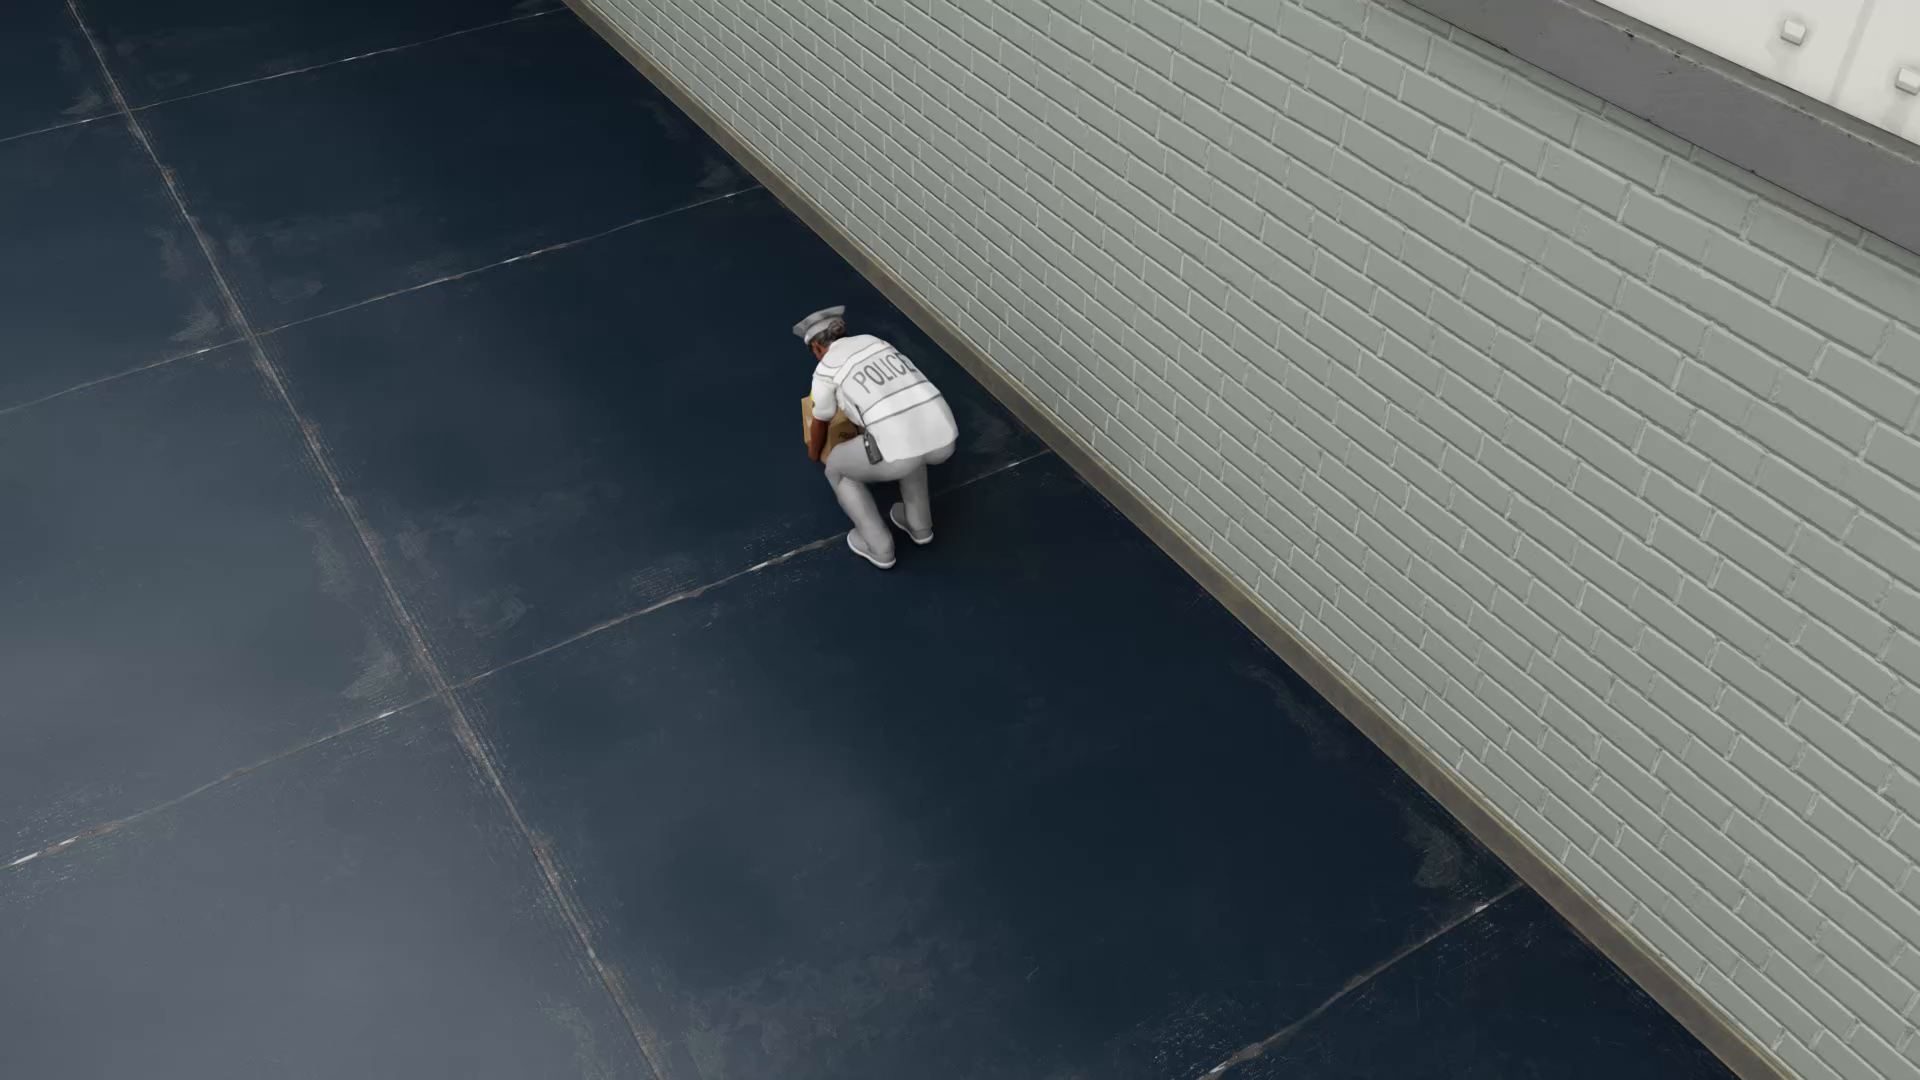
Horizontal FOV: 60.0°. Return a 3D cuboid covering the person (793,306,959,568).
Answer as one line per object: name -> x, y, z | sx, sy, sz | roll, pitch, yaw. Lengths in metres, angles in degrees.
person -> -0.385, -0.447, 7.189 | 0.463, 0.989, 0.927 | -25, 47, -26
